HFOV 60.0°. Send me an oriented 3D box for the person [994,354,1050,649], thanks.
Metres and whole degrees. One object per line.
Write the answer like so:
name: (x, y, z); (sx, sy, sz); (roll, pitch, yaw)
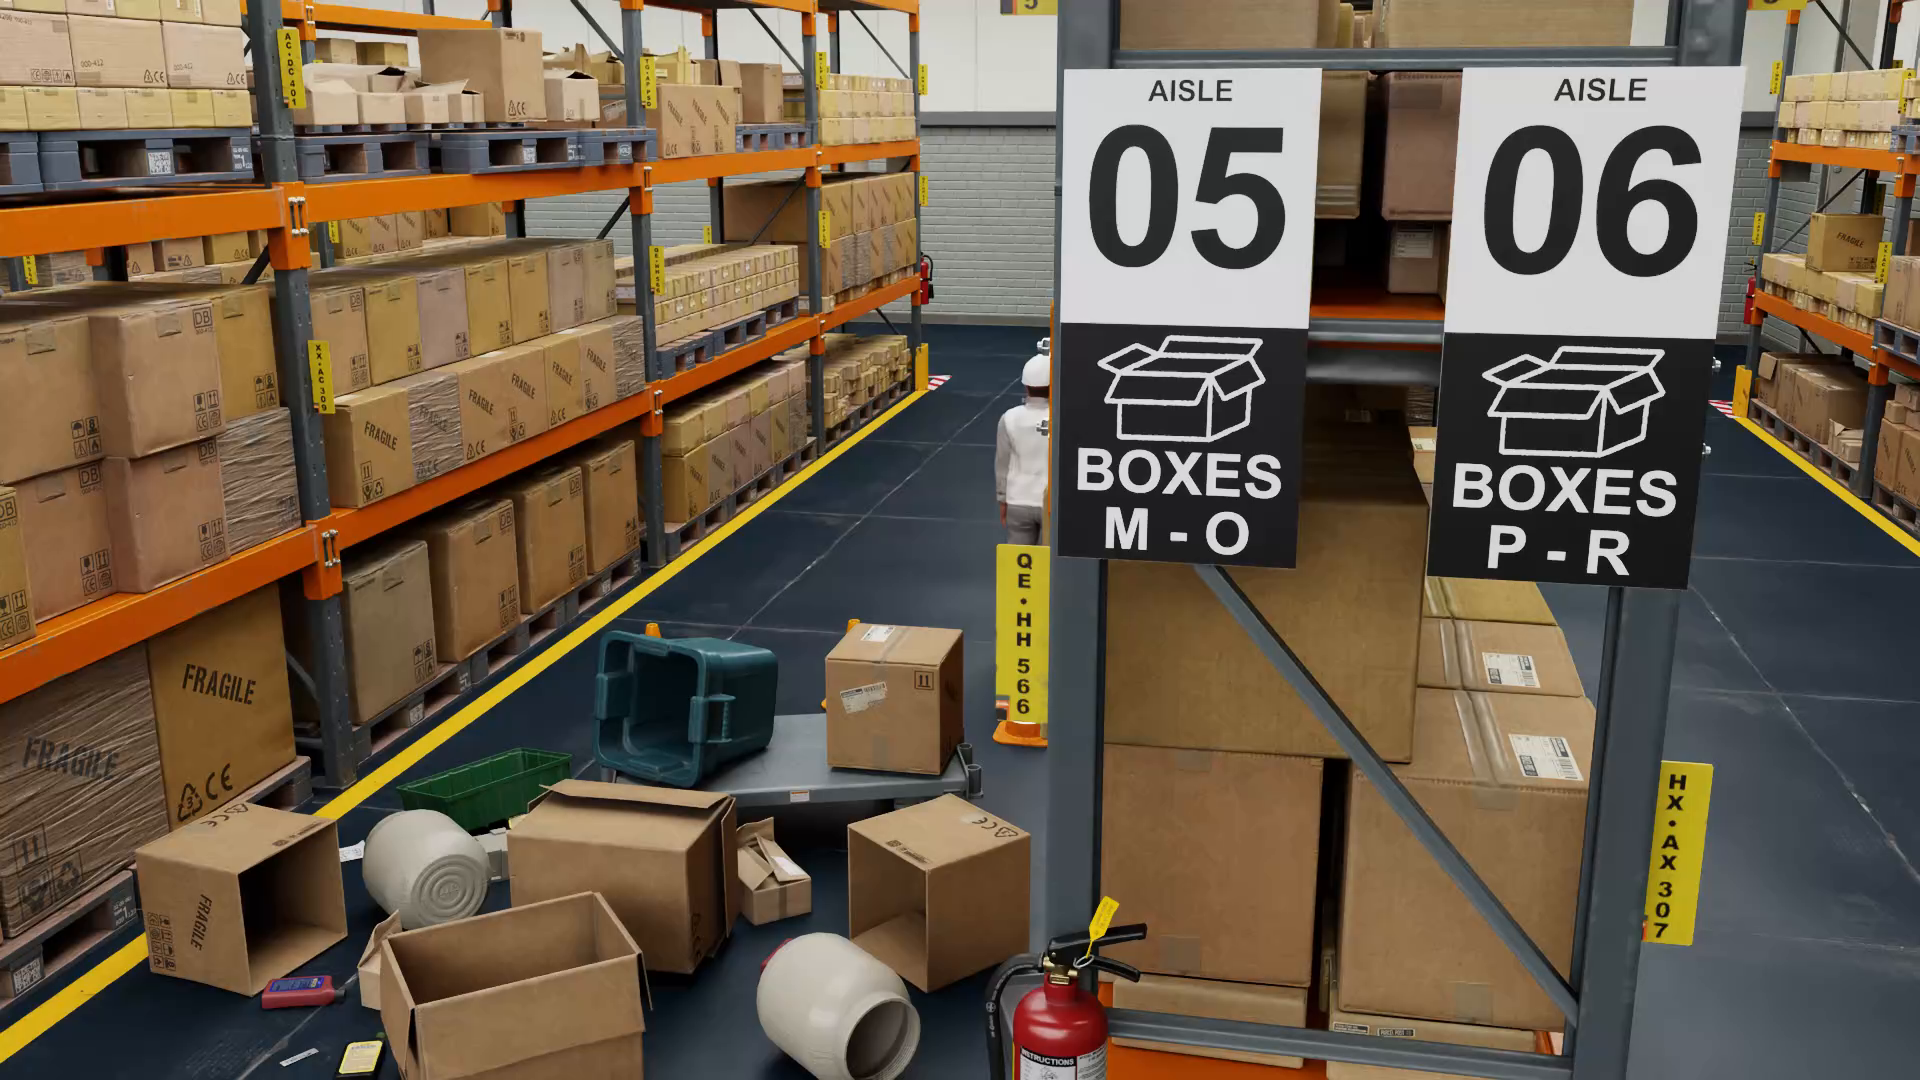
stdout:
person: (0.493, -0.205, 9.765); (0.559, 1.791, 0.597); (5, 16, 20)
